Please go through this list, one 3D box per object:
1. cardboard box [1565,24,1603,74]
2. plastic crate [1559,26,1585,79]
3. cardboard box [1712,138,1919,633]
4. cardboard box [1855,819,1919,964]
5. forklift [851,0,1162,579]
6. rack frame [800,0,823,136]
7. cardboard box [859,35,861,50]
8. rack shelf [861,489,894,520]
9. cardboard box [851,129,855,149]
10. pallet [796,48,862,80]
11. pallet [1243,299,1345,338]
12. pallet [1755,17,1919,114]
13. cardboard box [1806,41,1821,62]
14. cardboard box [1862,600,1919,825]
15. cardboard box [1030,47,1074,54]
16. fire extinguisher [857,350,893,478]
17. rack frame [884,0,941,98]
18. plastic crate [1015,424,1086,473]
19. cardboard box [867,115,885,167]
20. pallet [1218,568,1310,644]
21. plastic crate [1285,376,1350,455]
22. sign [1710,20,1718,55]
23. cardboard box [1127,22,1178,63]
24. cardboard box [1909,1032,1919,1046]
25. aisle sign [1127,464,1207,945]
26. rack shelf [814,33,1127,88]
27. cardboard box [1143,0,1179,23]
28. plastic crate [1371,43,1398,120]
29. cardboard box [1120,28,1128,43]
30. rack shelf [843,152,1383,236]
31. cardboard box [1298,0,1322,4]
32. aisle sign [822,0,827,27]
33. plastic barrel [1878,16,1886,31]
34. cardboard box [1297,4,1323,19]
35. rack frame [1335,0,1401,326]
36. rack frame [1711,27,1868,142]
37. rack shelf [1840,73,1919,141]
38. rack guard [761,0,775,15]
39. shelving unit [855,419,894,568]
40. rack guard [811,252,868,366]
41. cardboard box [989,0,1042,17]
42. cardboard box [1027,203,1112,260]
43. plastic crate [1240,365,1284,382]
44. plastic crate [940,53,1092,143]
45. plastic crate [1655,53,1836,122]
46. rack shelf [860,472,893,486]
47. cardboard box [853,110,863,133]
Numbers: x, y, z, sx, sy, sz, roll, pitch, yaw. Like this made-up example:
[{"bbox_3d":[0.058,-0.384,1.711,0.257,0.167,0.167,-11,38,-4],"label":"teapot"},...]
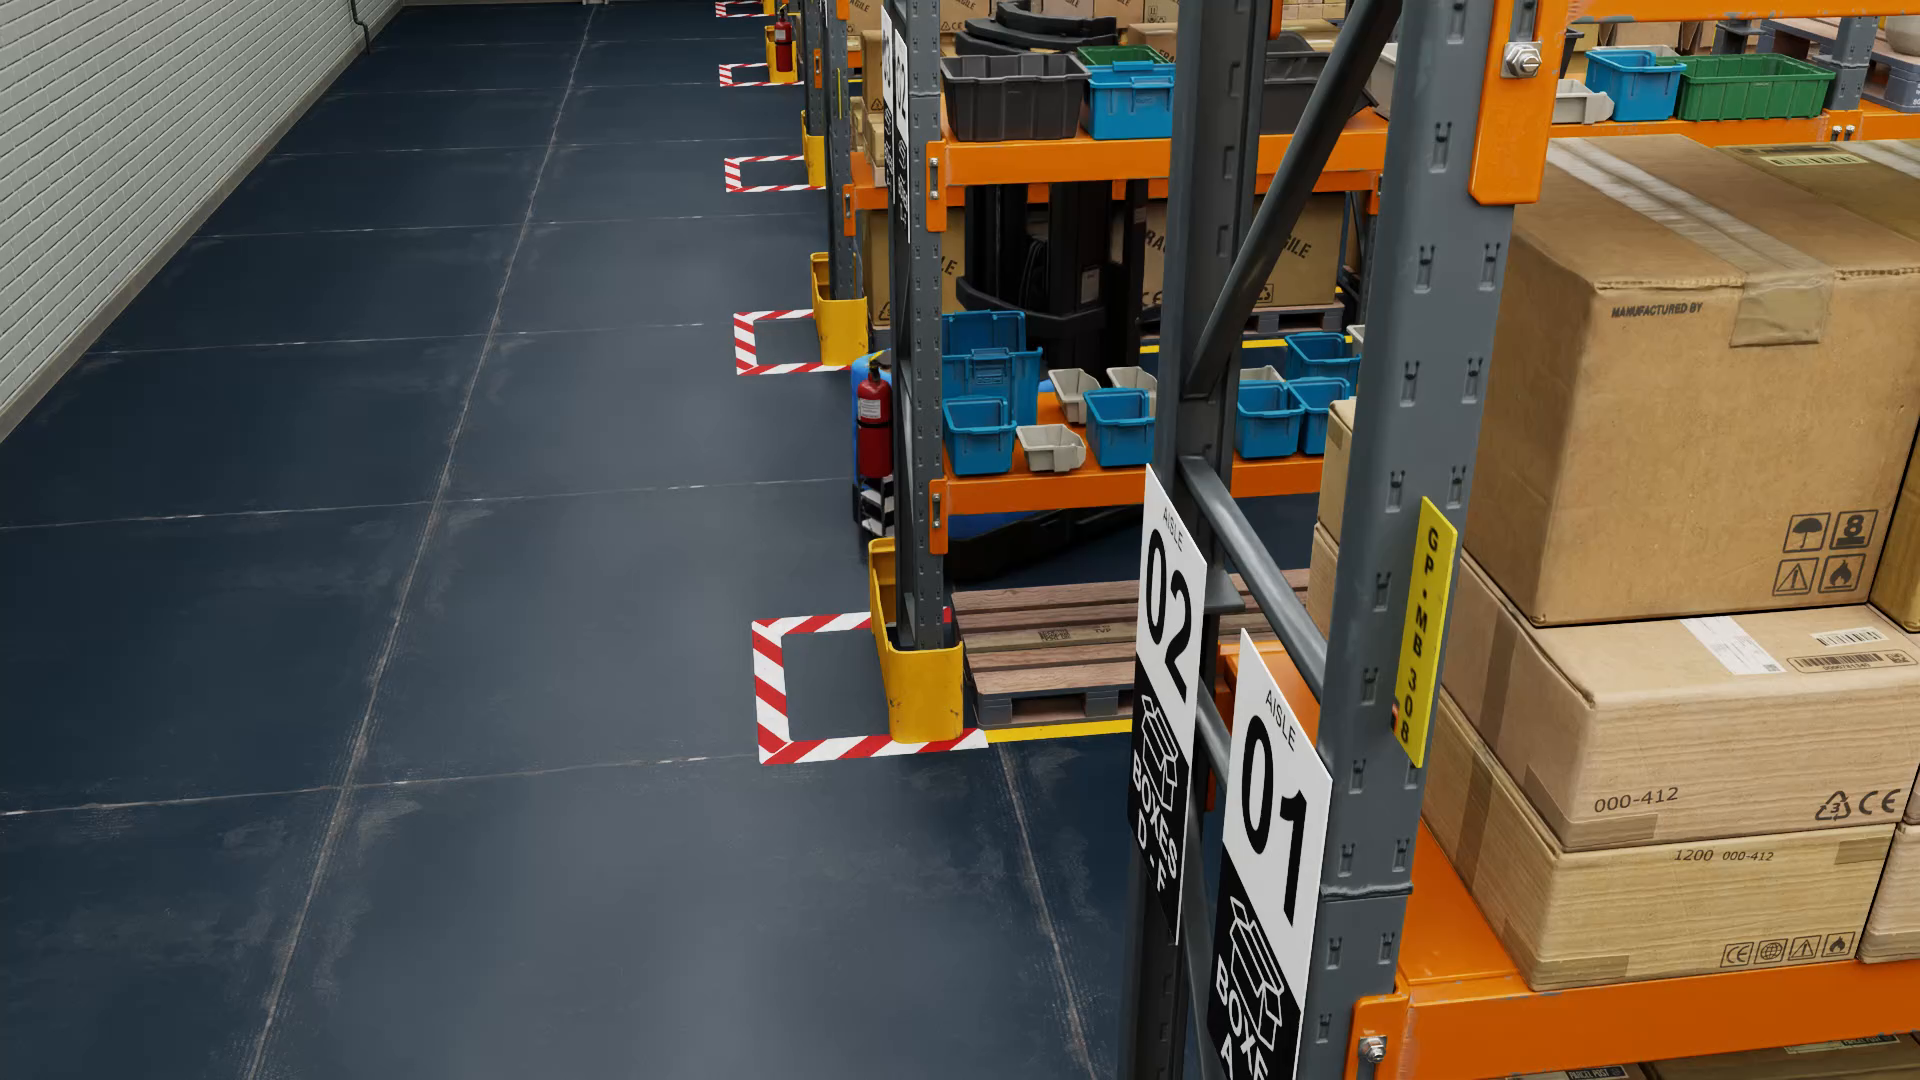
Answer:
[{"bbox_3d":[4.376,-3.715,12.497,0.637,0.503,0.797,-3,27,-7],"label":"cardboard box"},{"bbox_3d":[2.485,-2.224,7.656,0.590,0.269,0.497,-4,27,-7],"label":"plastic crate"},{"bbox_3d":[1.492,-0.266,2.493,0.500,0.500,0.700,-4,27,-7],"label":"cardboard box"},{"bbox_3d":[1.520,0.380,2.603,0.500,0.250,0.500,-4,27,-7],"label":"cardboard box"},{"bbox_3d":[0.832,-1.626,9.707,3.031,2.935,1.130,-20,33,-34],"label":"forklift"},{"bbox_3d":[-1.489,-5.136,16.474,0.127,3.000,1.000,-4,27,-7],"label":"rack frame"},{"bbox_3d":[-0.876,-4.932,16.351,0.250,0.149,0.380,-3,27,-5],"label":"cardboard box"},{"bbox_3d":[-0.414,-0.217,9.260,0.200,0.077,0.258,-20,33,-34],"label":"rack shelf"},{"bbox_3d":[-0.996,-4.182,17.278,0.250,0.149,0.380,-3,27,-6],"label":"cardboard box"},{"bbox_3d":[-1.498,-6.213,21.627,1.213,0.211,1.003,-4,27,-7],"label":"pallet"},{"bbox_3d":[2.299,-1.888,13.198,1.213,0.211,1.003,-4,27,-7],"label":"pallet"},{"bbox_3d":[4.516,-2.247,7.765,1.003,0.211,1.213,-4,27,-7],"label":"pallet"},{"bbox_3d":[6.298,-3.848,12.755,0.637,0.503,0.797,-3,27,-5],"label":"cardboard box"},{"bbox_3d":[1.520,0.157,2.488,0.500,0.250,0.500,-4,27,-7],"label":"cardboard box"},{"bbox_3d":[0.623,-3.263,11.840,0.500,0.500,0.500,-4,27,-9],"label":"cardboard box"},{"bbox_3d":[-0.420,-0.644,8.212,0.183,0.674,0.296,-4,27,-7],"label":"fire extinguisher"},{"bbox_3d":[-0.208,-3.317,6.358,0.127,3.000,1.000,-4,27,-7],"label":"rack frame"},{"bbox_3d":[0.412,-0.407,7.482,0.298,0.136,0.250,-4,27,-7],"label":"plastic crate"},{"bbox_3d":[-0.385,-2.861,11.879,0.500,0.250,0.500,-4,27,-8],"label":"cardboard box"},{"bbox_3d":[1.820,0.481,8.581,1.213,0.211,1.003,-4,27,-7],"label":"pallet"},{"bbox_3d":[1.684,-0.570,7.693,0.300,0.233,0.416,-4,27,-7],"label":"plastic crate"},{"bbox_3d":[3.679,-2.490,8.022,0.005,0.325,0.100,-4,27,-7],"label":"sign"},{"bbox_3d":[1.550,-3.563,12.425,0.500,0.500,0.500,-5,28,-9],"label":"cardboard box"},{"bbox_3d":[1.968,1.127,3.064,0.500,0.500,0.500,-3,27,-6],"label":"cardboard box"},{"bbox_3d":[0.368,0.300,3.031,0.004,0.787,0.394,-4,27,-7],"label":"aisle sign"},{"bbox_3d":[0.492,-4.943,16.886,4.000,0.370,1.077,-4,27,-7],"label":"rack shelf"},{"bbox_3d":[2.033,-5.409,16.570,0.500,0.500,0.500,-4,27,-7],"label":"cardboard box"},{"bbox_3d":[2.030,-1.932,7.073,0.530,0.282,0.437,-4,27,-7],"label":"plastic crate"},{"bbox_3d":[1.709,-5.099,16.677,0.250,0.149,0.380,-3,27,-5],"label":"cardboard box"},{"bbox_3d":[1.083,-2.694,12.504,4.000,0.370,1.077,-4,27,-7],"label":"rack shelf"},{"bbox_3d":[3.438,-5.449,16.573,0.250,0.149,0.380,-3,27,-6],"label":"cardboard box"},{"bbox_3d":[-0.927,-3.904,11.225,0.004,0.787,0.394,-4,27,-7],"label":"aisle sign"},{"bbox_3d":[4.629,-2.658,7.692,0.600,0.588,0.600,0,27,0],"label":"plastic barrel"},{"bbox_3d":[3.448,-5.317,16.642,0.250,0.149,0.380,-3,27,-7],"label":"cardboard box"},{"bbox_3d":[3.063,-3.142,12.587,0.127,3.000,1.000,-4,27,-7],"label":"rack frame"},{"bbox_3d":[3.753,-0.903,8.223,0.127,3.000,1.000,-4,27,-7],"label":"rack frame"},{"bbox_3d":[5.734,-2.044,7.951,4.000,0.370,1.077,-4,27,-7],"label":"rack shelf"},{"bbox_3d":[-2.898,-8.504,25.775,0.348,0.500,1.175,-4,27,-7],"label":"rack guard"},{"bbox_3d":[-0.414,-0.246,9.244,0.210,0.900,0.258,-20,33,-34],"label":"shelving unit"},{"bbox_3d":[-0.922,-1.774,12.659,0.348,0.500,1.175,-4,27,-7],"label":"rack guard"},{"bbox_3d":[0.512,-5.323,16.402,0.500,0.500,0.500,-4,27,-8],"label":"cardboard box"},{"bbox_3d":[0.626,-2.264,12.743,0.875,0.875,0.875,-4,27,-7],"label":"cardboard box"},{"bbox_3d":[1.427,-0.759,8.167,0.250,0.136,0.298,-4,27,-7],"label":"plastic crate"},{"bbox_3d":[0.212,-1.823,6.875,0.590,0.269,0.497,-4,27,-7],"label":"plastic crate"},{"bbox_3d":[3.376,-1.979,7.268,0.662,0.188,0.450,-4,27,-7],"label":"plastic crate"},{"bbox_3d":[-0.414,-0.377,9.177,0.200,0.077,0.258,-20,33,-34],"label":"rack shelf"},{"bbox_3d":[-0.923,-4.199,16.659,0.250,0.149,0.380,-5,28,-9],"label":"cardboard box"}]
